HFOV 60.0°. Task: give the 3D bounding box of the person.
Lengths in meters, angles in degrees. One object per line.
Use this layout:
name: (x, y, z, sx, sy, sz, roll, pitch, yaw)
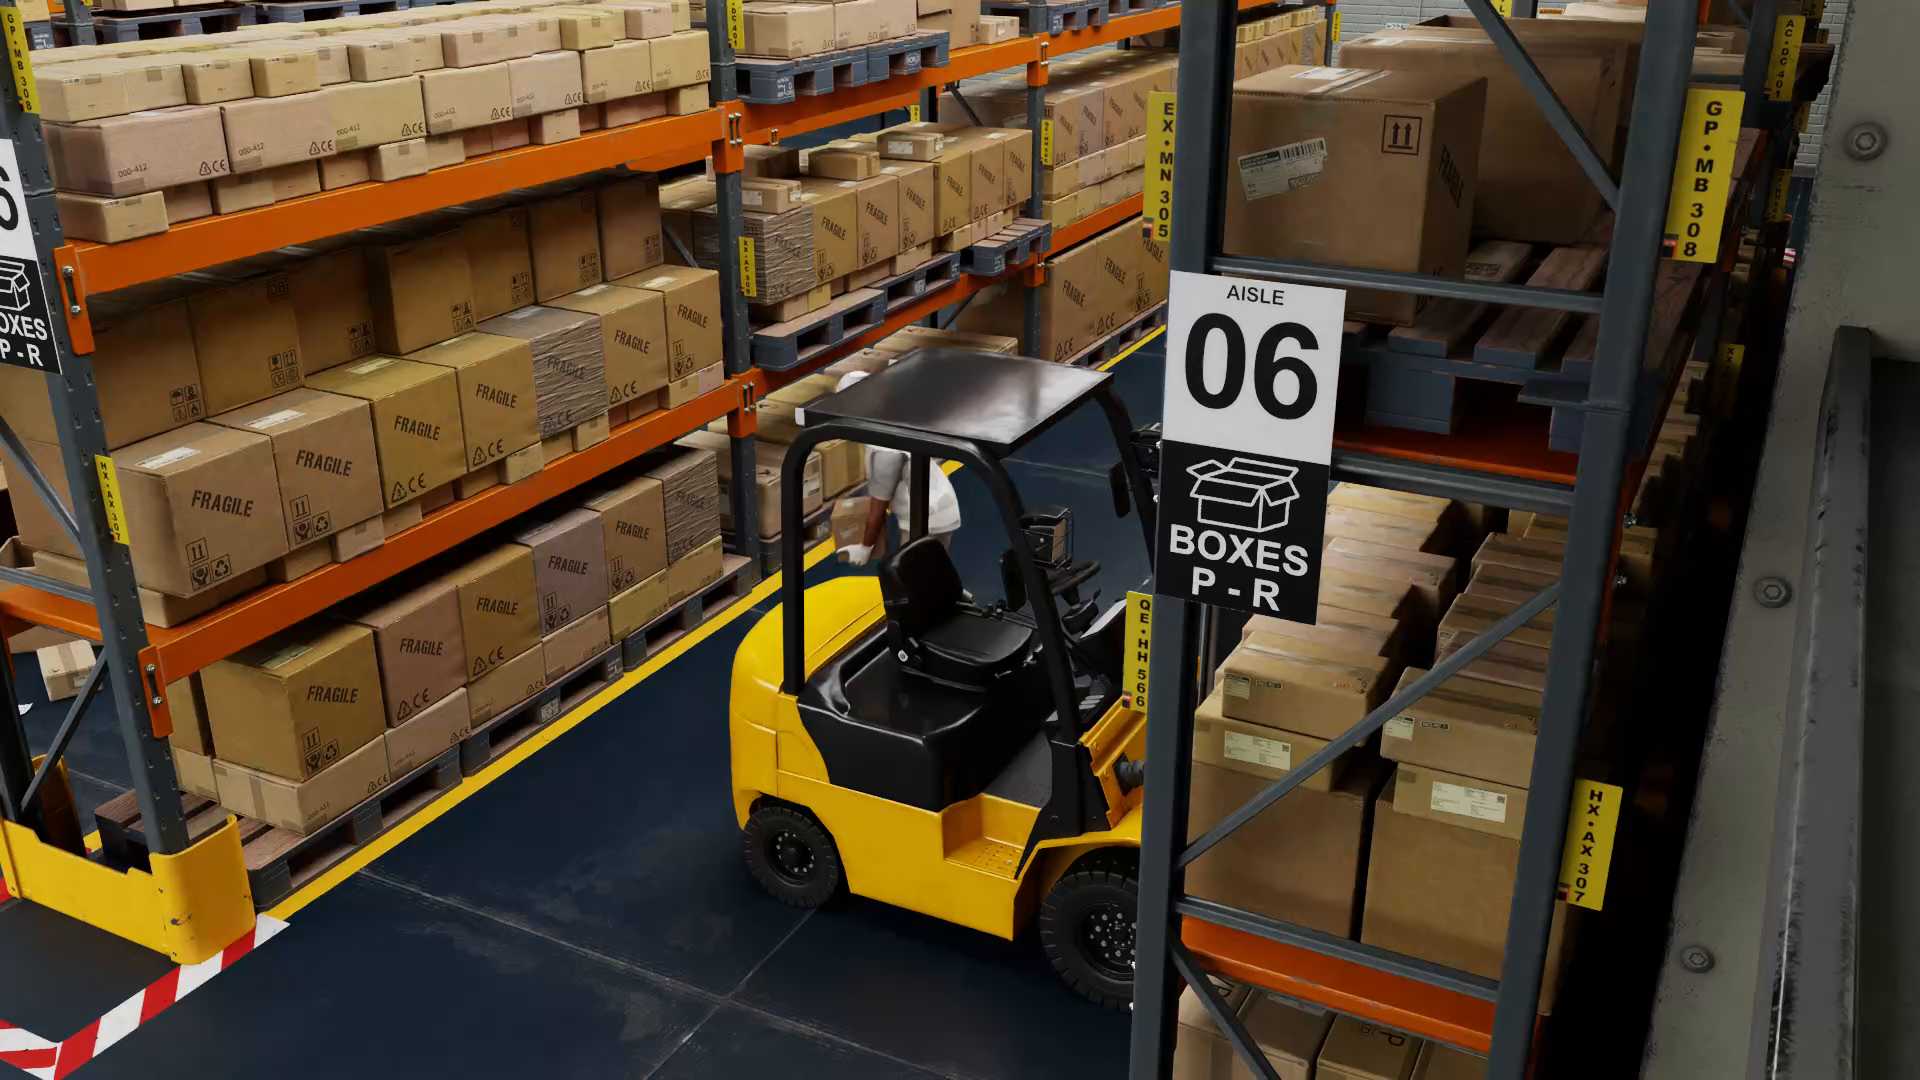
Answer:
person: (-0.327, -0.050, 8.497, 0.652, 1.697, 0.481, -1, 23, -3)
